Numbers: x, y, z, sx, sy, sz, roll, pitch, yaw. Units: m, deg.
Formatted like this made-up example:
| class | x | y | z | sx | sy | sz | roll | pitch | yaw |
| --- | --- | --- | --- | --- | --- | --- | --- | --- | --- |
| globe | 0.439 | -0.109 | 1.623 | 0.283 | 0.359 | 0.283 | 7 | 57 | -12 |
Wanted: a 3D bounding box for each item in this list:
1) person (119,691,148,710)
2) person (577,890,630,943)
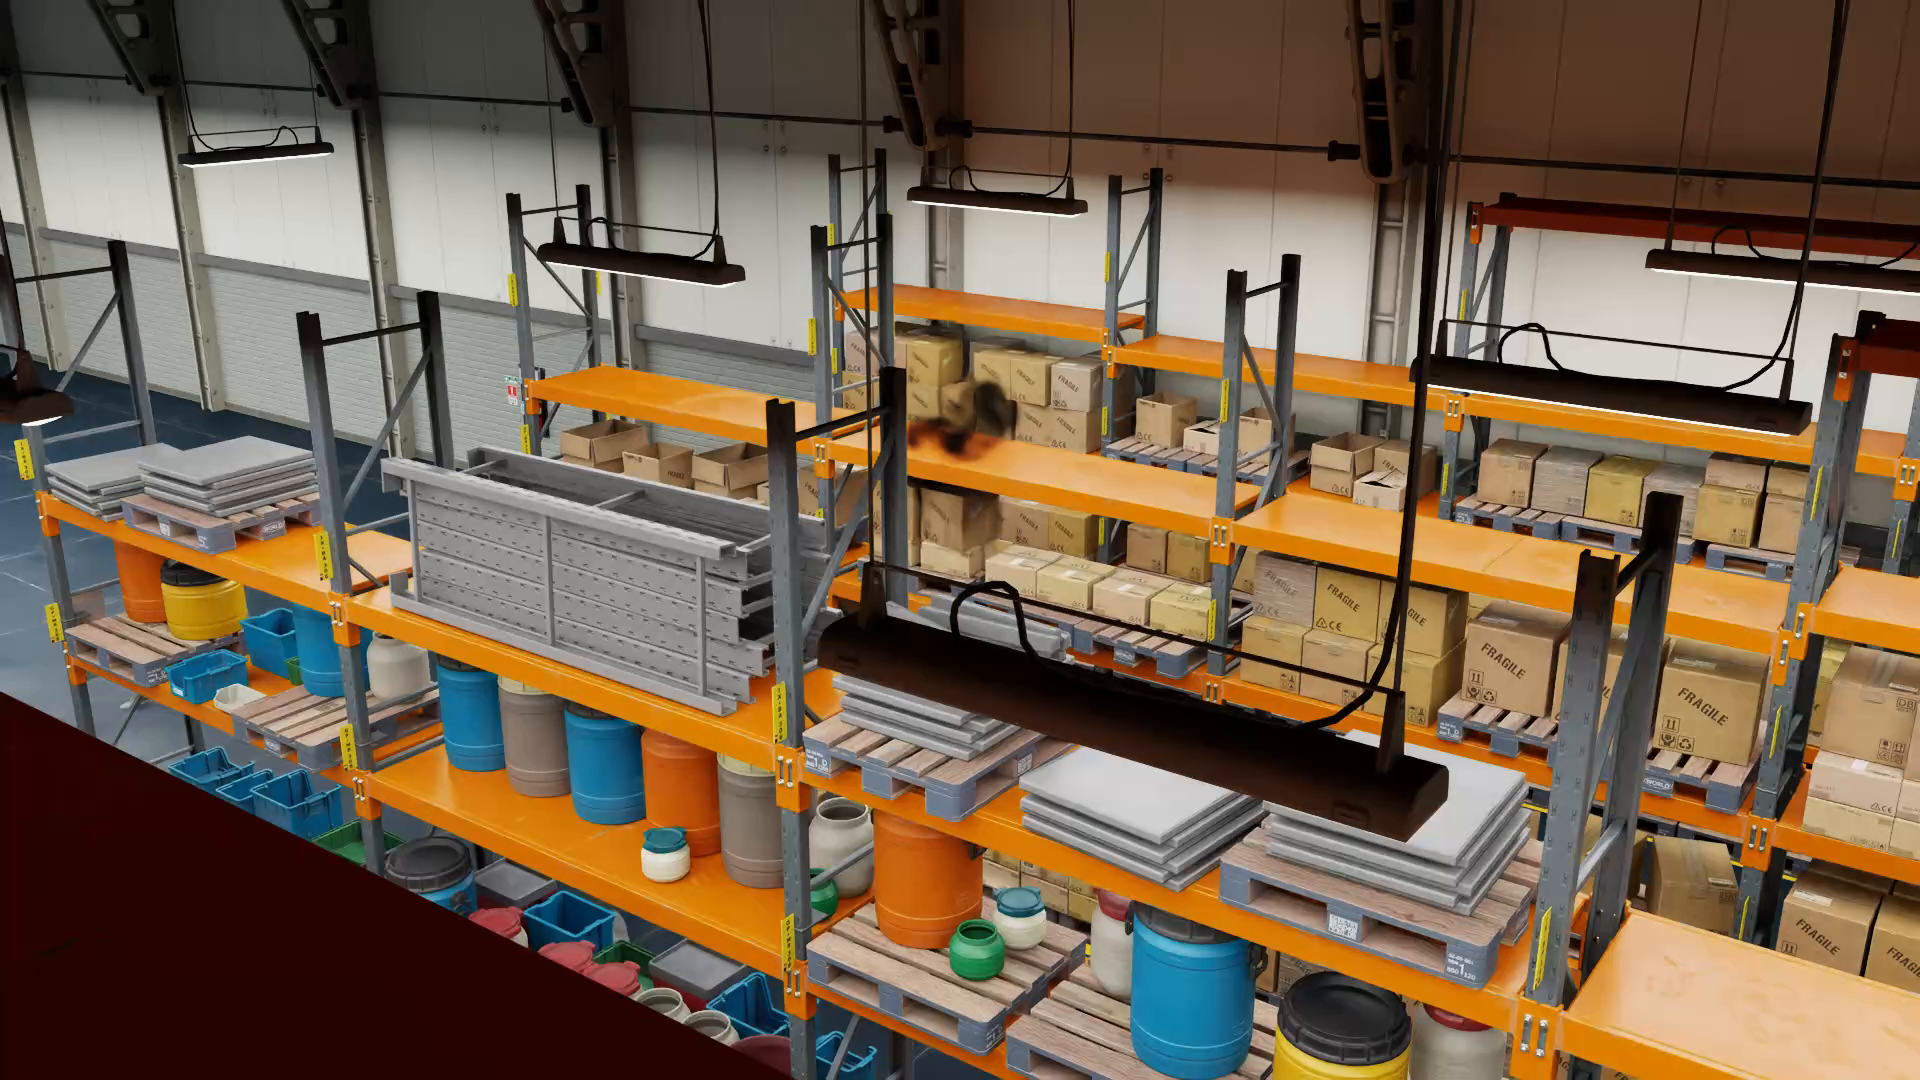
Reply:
| class | x | y | z | sx | sy | sz | roll | pitch | yaw |
| --- | --- | --- | --- | --- | --- | --- | --- | --- | --- |
| person | -9.345 | 1.079 | 19.310 | 1.012 | 1.719 | 0.642 | -10 | 21 | -26 |
| person | -2.916 | 2.726 | 13.509 | 0.593 | 1.779 | 0.686 | 10 | 21 | 26 |
